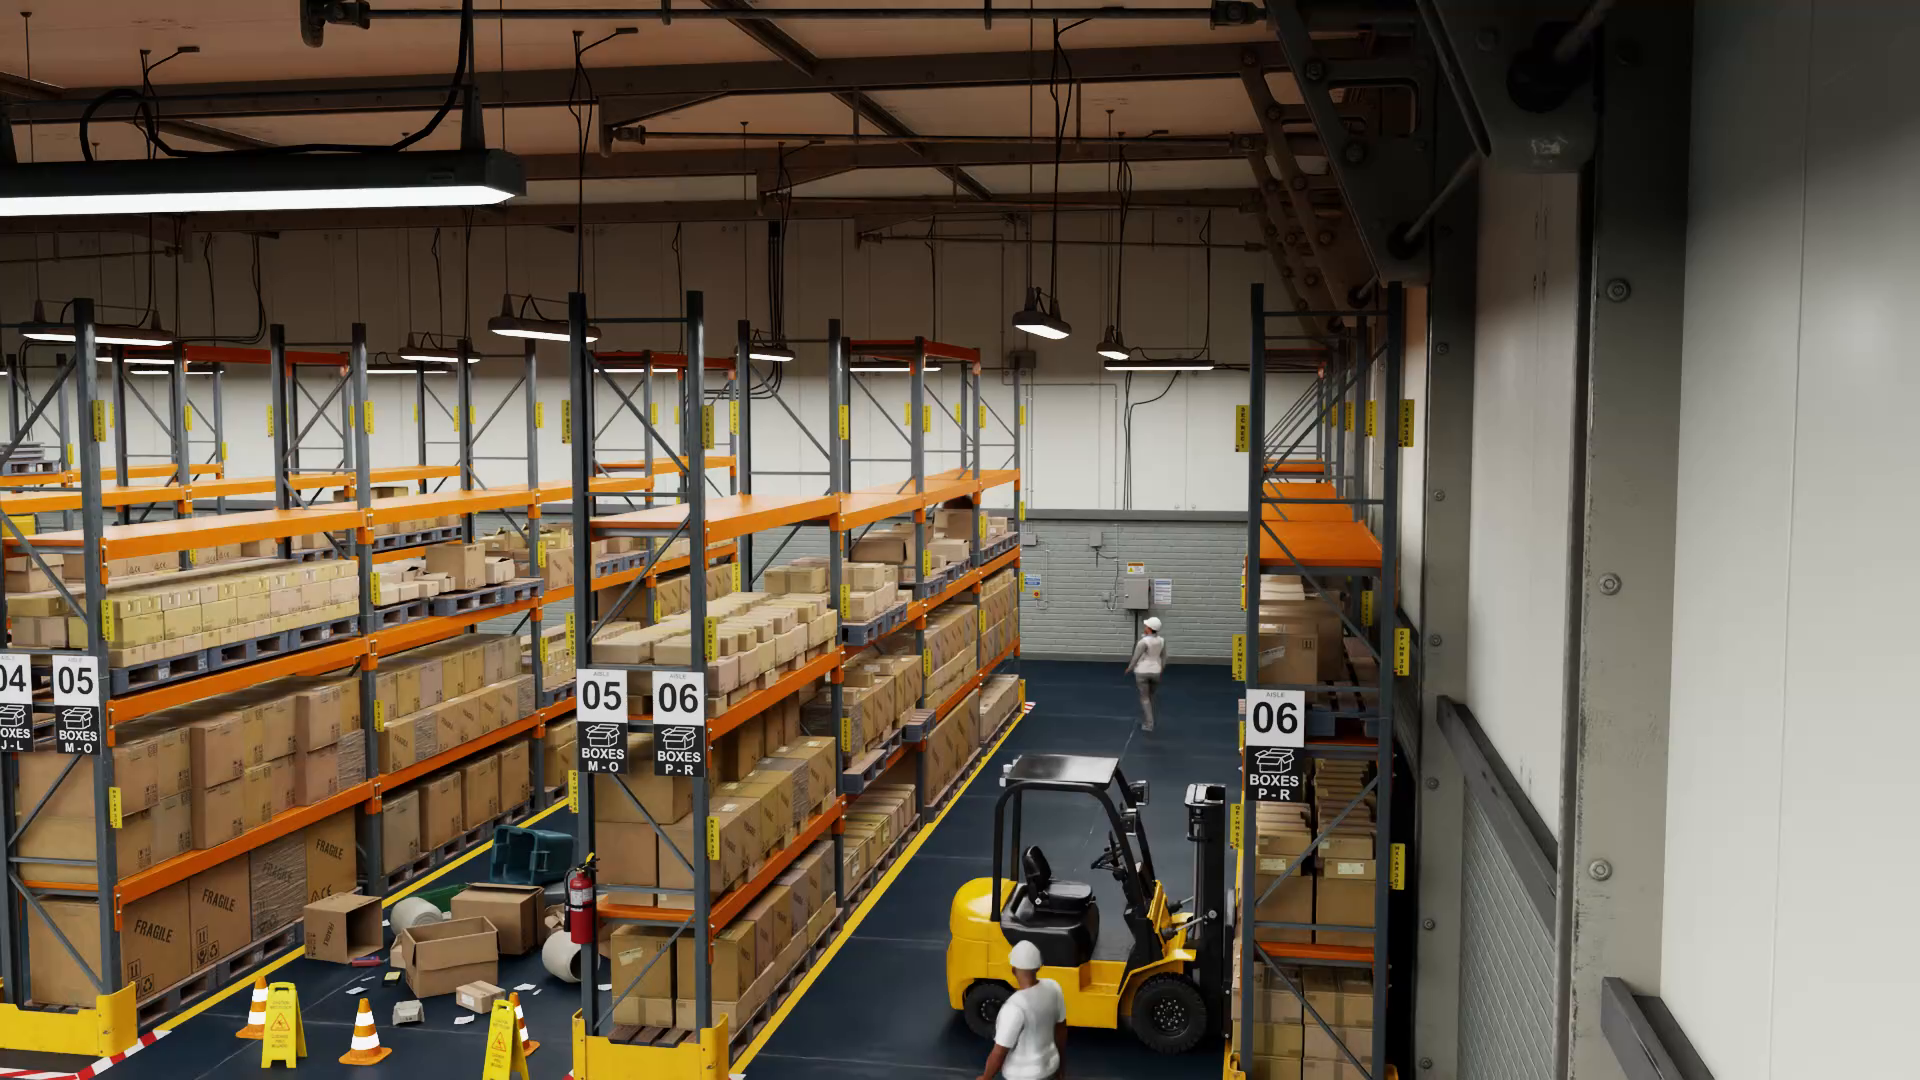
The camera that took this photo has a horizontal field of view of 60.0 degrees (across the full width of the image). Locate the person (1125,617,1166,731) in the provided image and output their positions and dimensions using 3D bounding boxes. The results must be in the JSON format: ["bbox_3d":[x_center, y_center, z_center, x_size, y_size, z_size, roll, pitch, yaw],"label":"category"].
[{"bbox_3d":[2.883,2.071,25.623,0.601,1.794,0.685,-1,5,-17],"label":"person"}]

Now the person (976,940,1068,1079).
[{"bbox_3d":[0.409,3.431,10.768,0.835,1.741,0.664,3,5,30],"label":"person"}]
